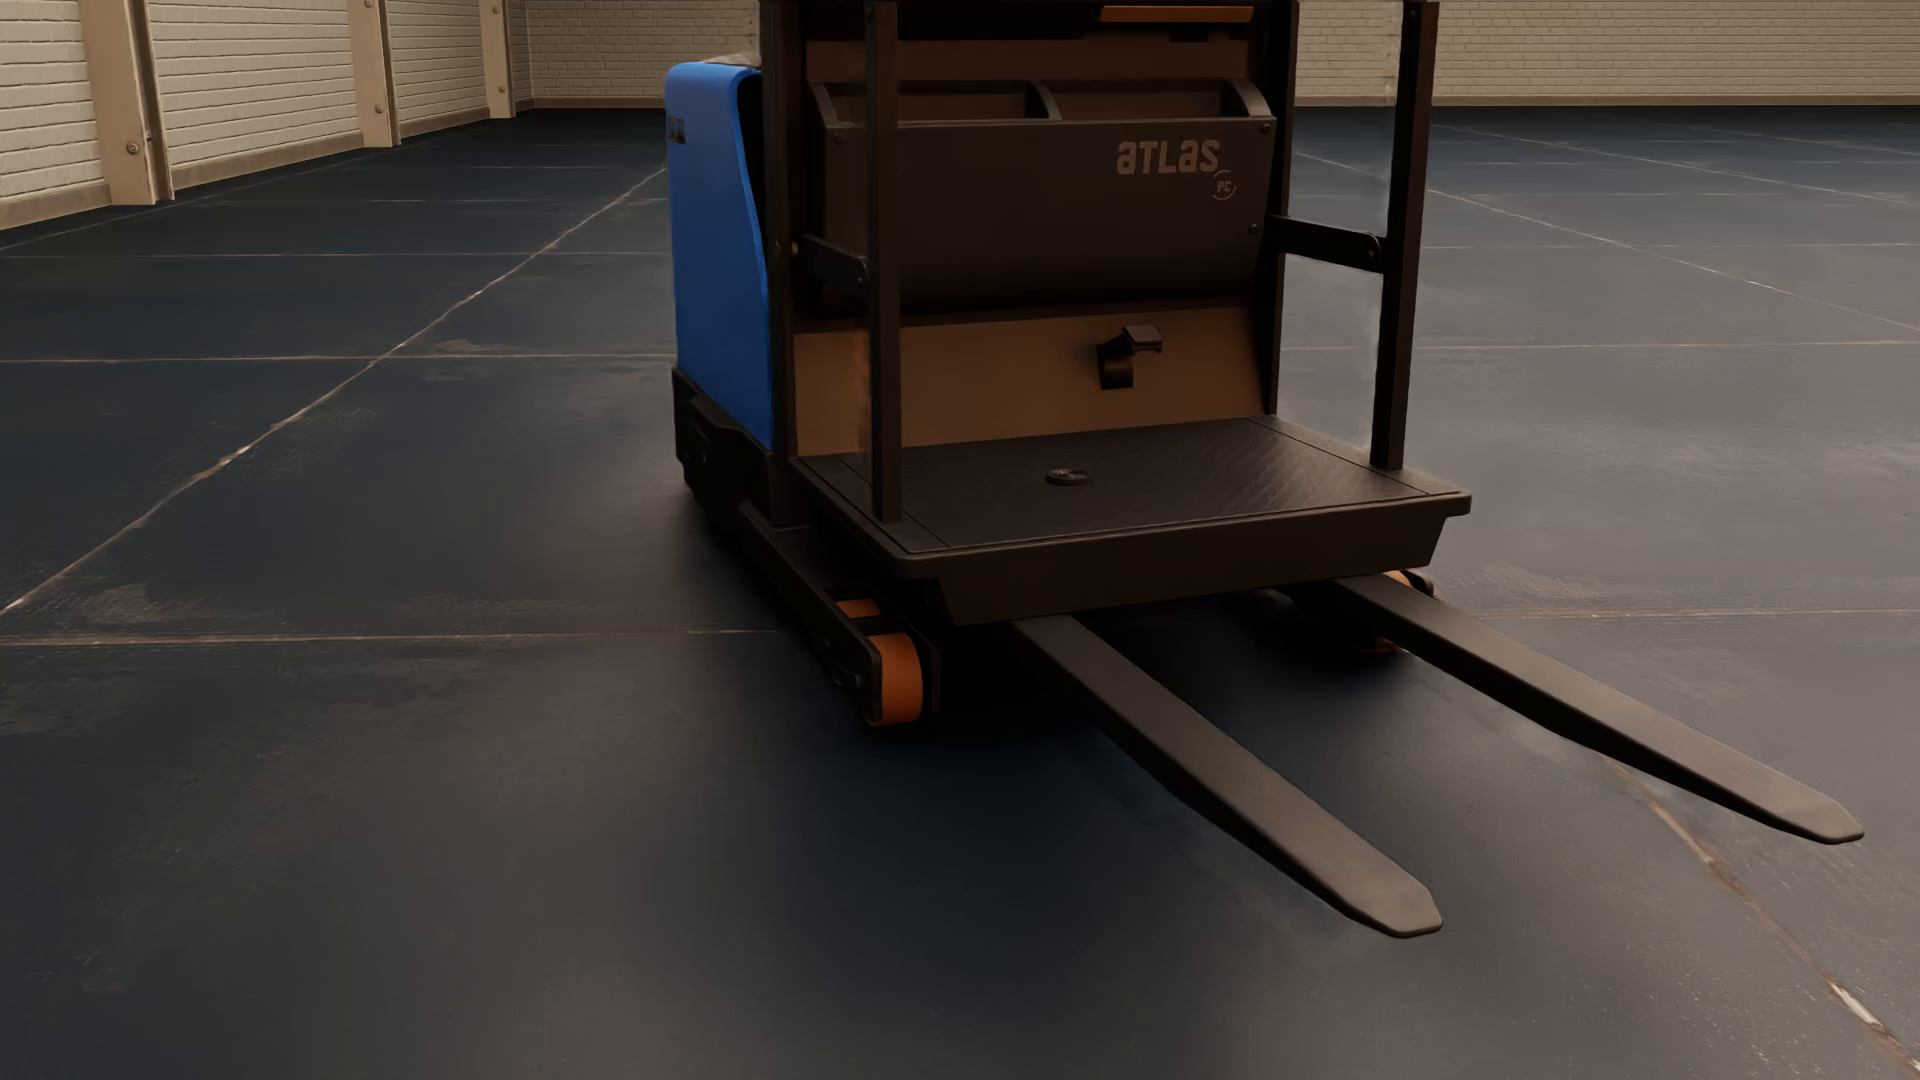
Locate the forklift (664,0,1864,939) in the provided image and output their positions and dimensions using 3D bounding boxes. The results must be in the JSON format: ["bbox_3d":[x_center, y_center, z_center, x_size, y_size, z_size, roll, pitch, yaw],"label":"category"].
[{"bbox_3d":[0.245,-1.215,2.879,1.130,2.935,3.031,-6,18,-20],"label":"forklift"}]
